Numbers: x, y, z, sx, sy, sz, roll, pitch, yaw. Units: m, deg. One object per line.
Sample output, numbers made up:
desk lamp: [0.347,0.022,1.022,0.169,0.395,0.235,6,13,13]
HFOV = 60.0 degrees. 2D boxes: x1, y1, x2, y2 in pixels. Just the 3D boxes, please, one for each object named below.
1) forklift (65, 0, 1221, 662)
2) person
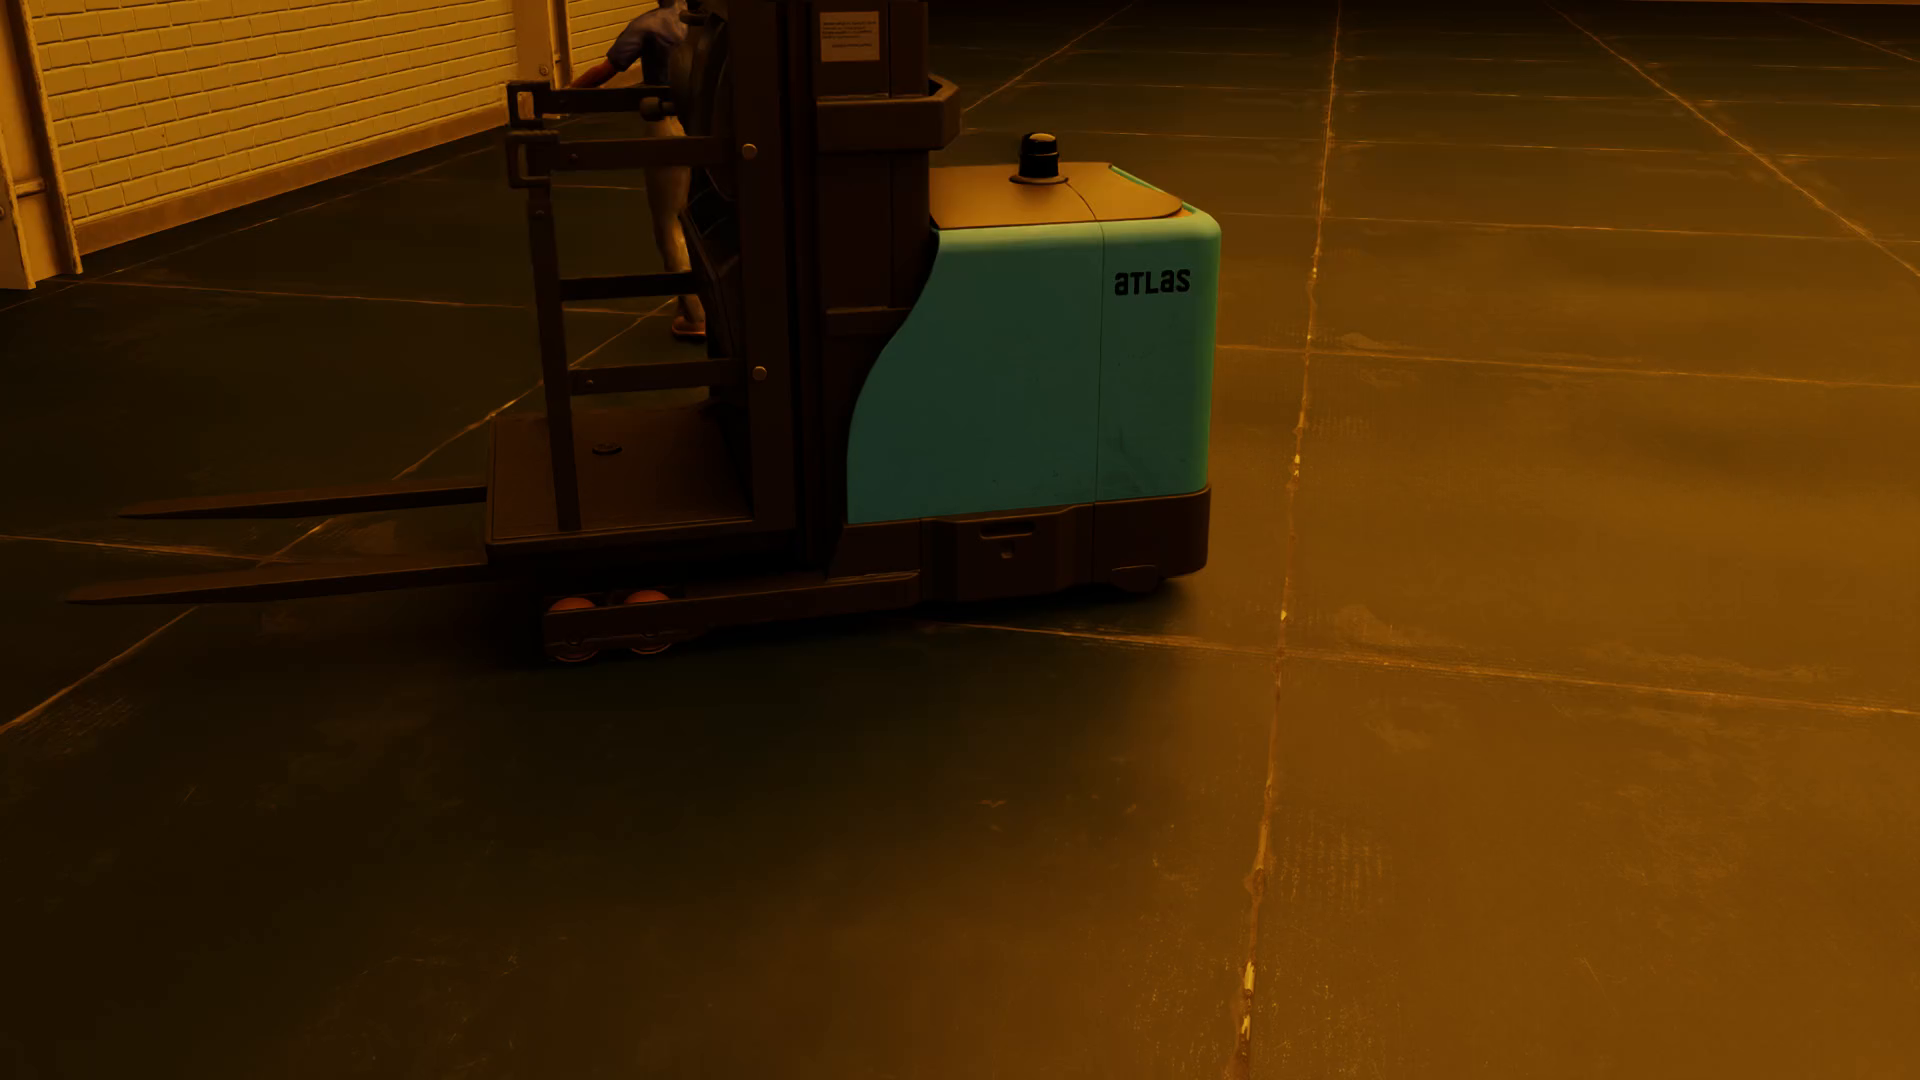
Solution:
forklift: [-0.861,-1.256,4.347,3.031,2.935,1.130,-5,23,-13]
person: [-1.198,-1.736,7.281,0.891,1.639,0.732,-14,26,-31]
